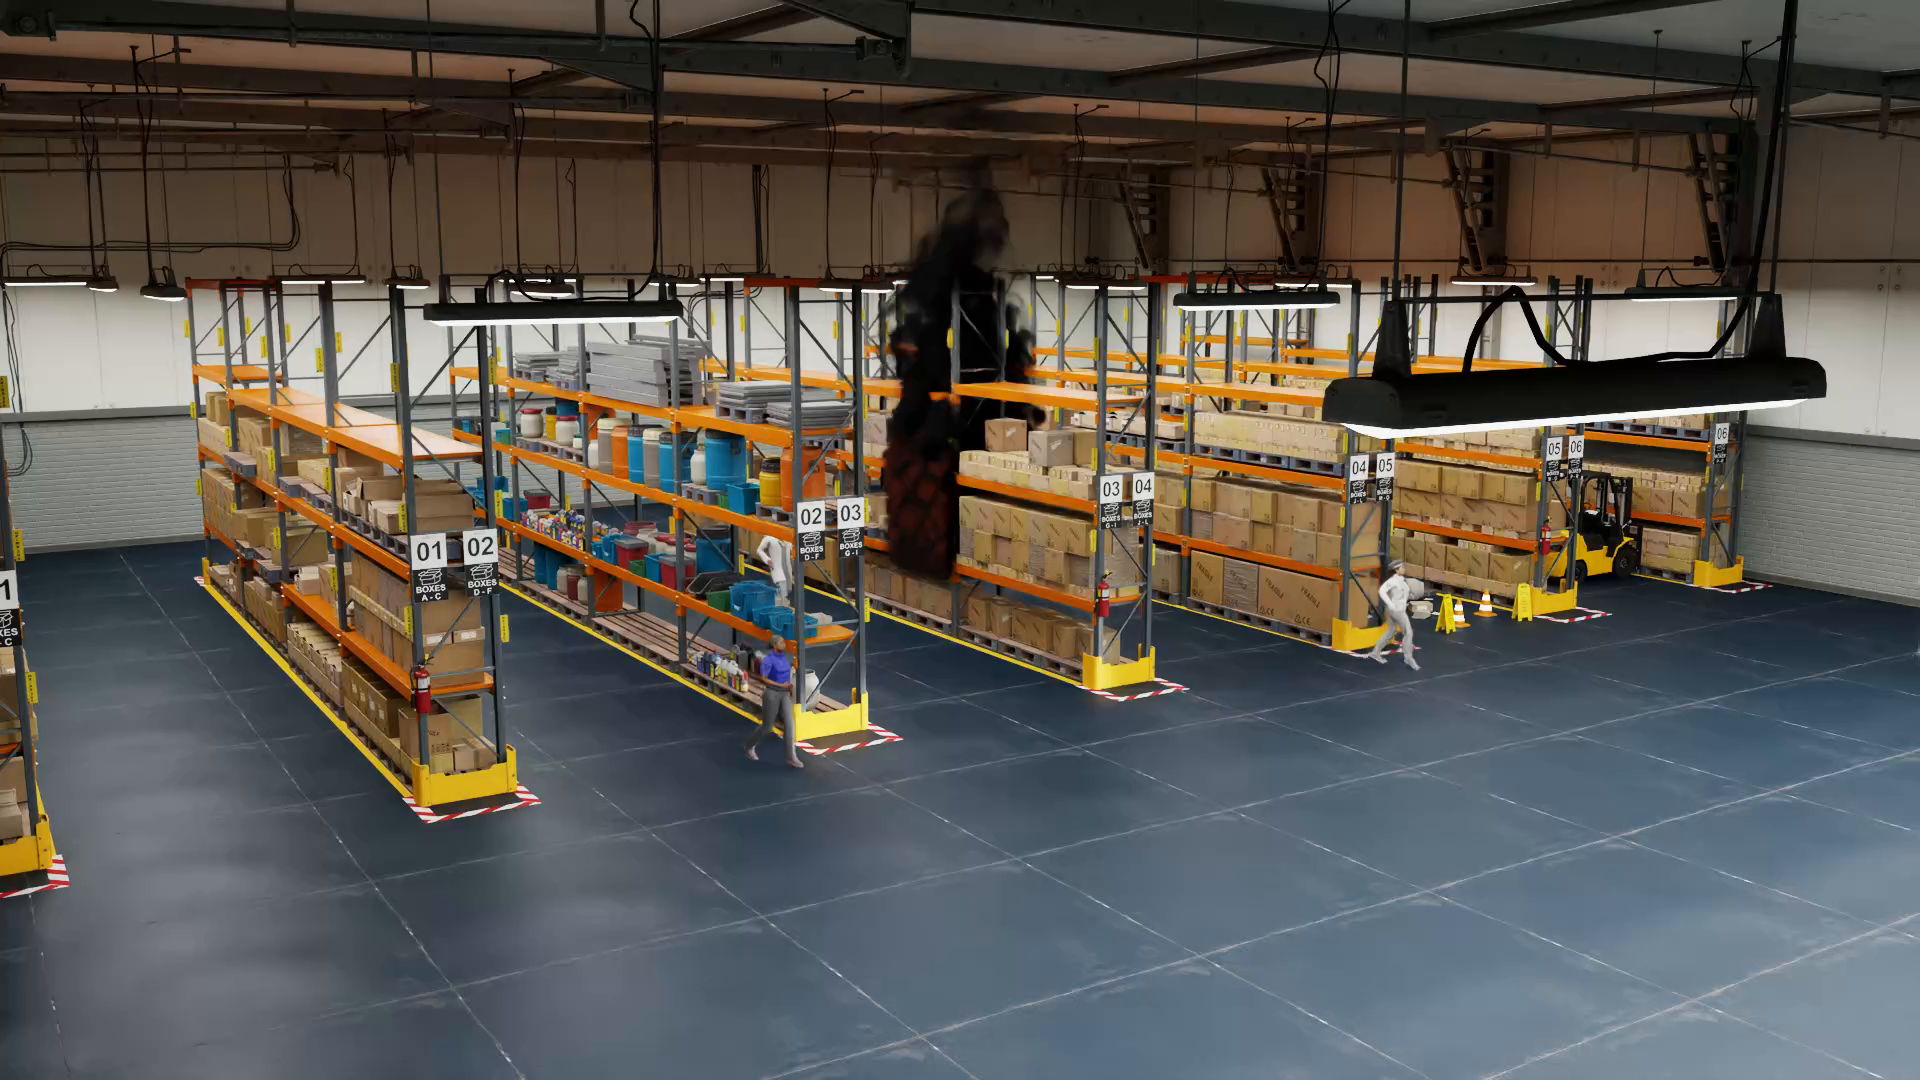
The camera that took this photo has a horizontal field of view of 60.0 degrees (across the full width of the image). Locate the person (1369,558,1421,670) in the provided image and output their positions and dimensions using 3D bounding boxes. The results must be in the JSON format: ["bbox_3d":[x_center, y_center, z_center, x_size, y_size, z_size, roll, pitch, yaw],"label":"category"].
[{"bbox_3d":[6.856,1.150,26.098,0.786,1.741,0.594,2,10,12],"label":"person"}]

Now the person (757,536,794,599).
[{"bbox_3d":[-3.234,0.514,29.698,0.720,1.746,0.912,-8,12,-39],"label":"person"}]

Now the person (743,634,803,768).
[{"bbox_3d":[-2.268,2.007,21.063,0.913,1.614,0.636,6,12,34],"label":"person"}]
